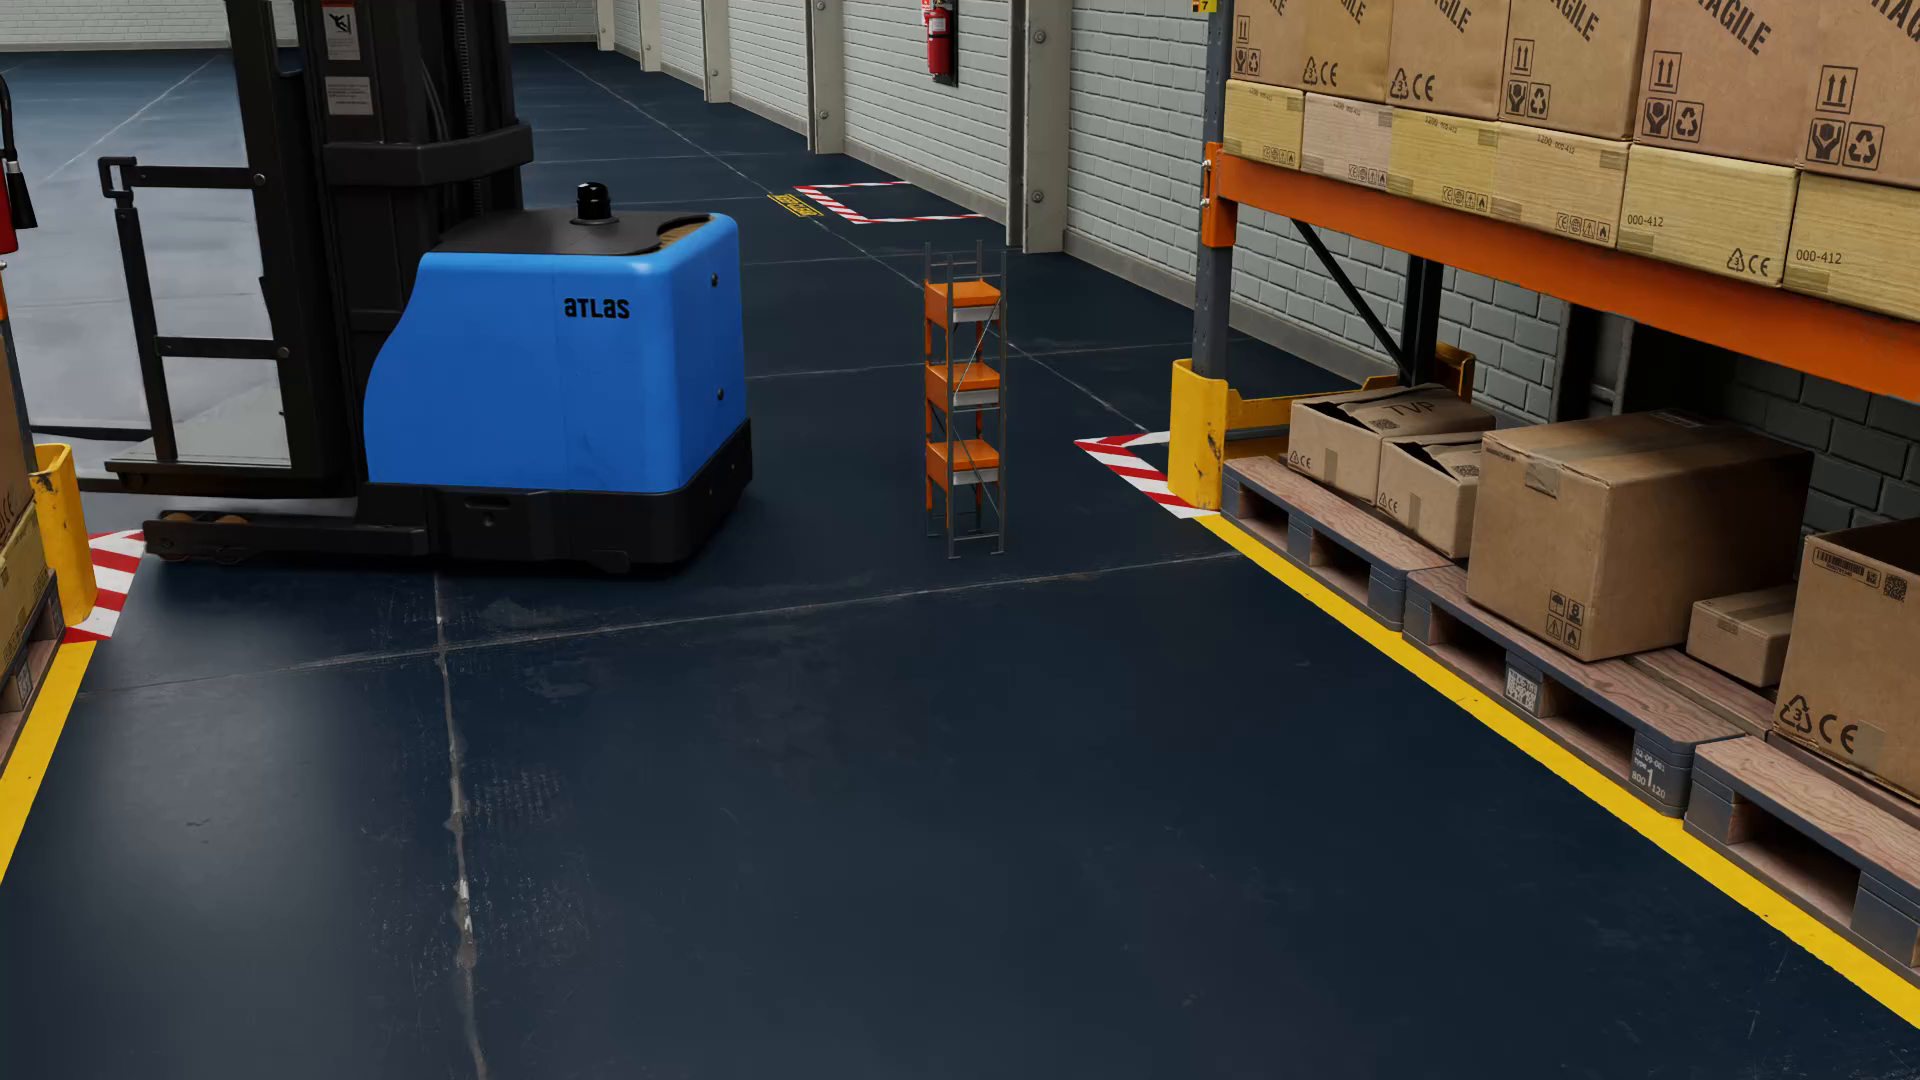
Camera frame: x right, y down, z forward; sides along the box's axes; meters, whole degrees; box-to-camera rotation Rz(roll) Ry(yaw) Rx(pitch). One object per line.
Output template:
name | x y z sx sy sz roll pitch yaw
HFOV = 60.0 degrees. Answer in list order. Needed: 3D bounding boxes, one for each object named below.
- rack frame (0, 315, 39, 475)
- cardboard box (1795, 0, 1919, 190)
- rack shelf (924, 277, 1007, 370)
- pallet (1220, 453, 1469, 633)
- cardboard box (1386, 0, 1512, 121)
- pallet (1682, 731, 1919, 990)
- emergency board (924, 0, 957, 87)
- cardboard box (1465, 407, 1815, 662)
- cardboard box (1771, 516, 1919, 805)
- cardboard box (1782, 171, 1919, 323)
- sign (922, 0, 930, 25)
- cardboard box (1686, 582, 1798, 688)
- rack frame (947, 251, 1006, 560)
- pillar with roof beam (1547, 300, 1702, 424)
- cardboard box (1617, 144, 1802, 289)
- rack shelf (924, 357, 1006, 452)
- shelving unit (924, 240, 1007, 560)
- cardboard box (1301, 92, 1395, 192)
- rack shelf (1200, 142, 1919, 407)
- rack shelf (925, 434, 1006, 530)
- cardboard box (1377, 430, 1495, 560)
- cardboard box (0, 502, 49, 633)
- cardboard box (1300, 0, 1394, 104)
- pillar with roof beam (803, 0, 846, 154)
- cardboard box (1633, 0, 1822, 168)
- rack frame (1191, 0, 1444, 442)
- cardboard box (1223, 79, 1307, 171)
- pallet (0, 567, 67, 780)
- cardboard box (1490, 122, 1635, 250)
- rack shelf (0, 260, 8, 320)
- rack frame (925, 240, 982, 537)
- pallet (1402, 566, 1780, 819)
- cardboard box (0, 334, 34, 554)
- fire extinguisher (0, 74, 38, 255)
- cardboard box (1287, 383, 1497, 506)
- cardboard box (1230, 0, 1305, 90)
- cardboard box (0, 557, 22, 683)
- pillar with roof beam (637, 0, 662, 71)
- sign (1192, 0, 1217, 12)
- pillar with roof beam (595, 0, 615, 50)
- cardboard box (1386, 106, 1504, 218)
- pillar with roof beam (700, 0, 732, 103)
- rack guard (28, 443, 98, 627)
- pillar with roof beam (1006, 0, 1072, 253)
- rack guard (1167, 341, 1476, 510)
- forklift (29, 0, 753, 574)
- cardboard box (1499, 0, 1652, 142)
rack frame | -3.326 -1.130 4.626 1.000 3.000 0.127 -6 21 -17
cardboard box | 2.029 -0.944 3.192 0.500 0.500 0.500 -7 21 -18
rack shelf | 0.017 -0.734 5.599 0.215 0.259 0.240 -6 21 -17
pallet | 1.622 -0.057 5.762 1.003 0.211 1.213 -6 21 -17
cardboard box | 1.543 -1.438 4.567 0.500 0.500 0.500 -7 21 -19
pallet | 2.388 0.726 3.582 1.003 0.211 1.213 -6 21 -17
emergency board | -0.209 -4.248 13.305 0.194 1.169 0.643 -6 21 -17
cardboard box | 1.870 -0.033 4.619 0.700 0.500 0.500 -8 21 -21
cardboard box | 2.269 0.266 3.785 0.500 0.500 0.500 -8 21 -21
cardboard box | 2.048 -0.594 3.324 0.500 0.250 0.500 -6 21 -17
sign | -0.285 -4.453 13.824 0.001 0.329 0.234 -6 21 -17
cardboard box | 2.149 0.245 4.364 0.380 0.149 0.250 -8 21 -22
rack frame | 0.055 -0.438 5.582 0.200 1.050 0.008 -6 21 -17
pillar with roof beam | -1.670 -3.891 3.438 9.100 9.000 0.400 -6 21 -17
cardboard box | 1.875 -0.753 3.769 0.500 0.250 0.500 -7 21 -18
rack shelf | 0.017 -0.467 5.695 0.215 0.259 0.240 -6 21 -17
shelving unit | 0.017 -0.477 5.691 0.215 1.050 0.252 -6 21 -17
cardboard box | 1.405 -1.241 5.127 0.500 0.250 0.500 -7 21 -19
rack shelf | 2.004 -0.678 4.430 1.077 0.370 4.000 -6 21 -17
rack shelf | 0.017 -0.205 5.789 0.215 0.259 0.240 -6 21 -17
cardboard box | 1.687 -0.185 5.321 0.500 0.311 0.500 -5 20 -13
cardboard box | -2.877 0.107 4.628 0.500 0.250 0.500 -6 21 -17
cardboard box | 1.386 -1.605 5.030 0.500 0.500 0.500 -6 21 -17
pillar with roof beam | -5.441 -7.742 14.159 9.100 9.000 0.400 -6 21 -17
cardboard box | 1.881 -1.107 3.645 0.500 0.500 0.500 -7 21 -19
rack frame | 1.376 -1.658 6.095 1.000 3.000 0.127 -6 21 -17
cardboard box | 1.228 -1.406 5.587 0.500 0.250 0.500 -7 21 -19
pallet | -3.045 0.423 4.427 1.003 0.211 1.213 -6 21 -17
cardboard box | 1.716 -0.915 4.218 0.500 0.250 0.500 -6 21 -17
rack shelf | -2.697 -0.150 2.961 1.077 0.370 4.000 -6 21 -17
rack frame | -0.022 -0.516 5.800 0.200 1.050 0.008 -6 21 -17
pallet | 2.001 0.334 4.674 1.003 0.211 1.213 -6 21 -17
cardboard box | -2.875 -0.246 4.502 0.500 0.500 0.500 -6 21 -17
fire extinguisher | -2.922 -1.181 4.882 0.296 0.674 0.183 -6 21 -17
cardboard box | 1.508 -0.368 5.830 0.500 0.311 0.500 -9 22 -23
cardboard box | 1.241 -1.765 5.475 0.500 0.500 0.500 -6 21 -17
cardboard box | -2.708 0.266 4.185 0.500 0.250 0.500 -6 21 -17
pillar with roof beam | -9.213 -11.593 24.880 9.100 9.000 0.400 -6 21 -17
sign | 0.861 -2.008 5.788 0.100 0.325 0.005 -6 21 -17
pillar with roof beam | -11.099 -13.518 30.241 9.100 9.000 0.400 -6 21 -17
cardboard box | 1.559 -1.077 4.670 0.500 0.250 0.500 -7 21 -18
pillar with roof beam | -7.327 -9.667 19.520 9.100 9.000 0.400 -6 21 -17
rack guard | -3.333 0.038 5.070 1.175 0.500 0.348 -6 21 -17
pillar with roof beam | -3.556 -5.817 8.798 9.100 9.000 0.400 -6 21 -17
rack guard | 1.400 -0.457 6.450 1.175 0.500 0.348 -6 21 -17
forklift | -2.349 -1.468 5.669 3.031 2.935 1.130 2 20 7
cardboard box | 1.716 -1.274 4.109 0.500 0.500 0.500 -6 21 -16
